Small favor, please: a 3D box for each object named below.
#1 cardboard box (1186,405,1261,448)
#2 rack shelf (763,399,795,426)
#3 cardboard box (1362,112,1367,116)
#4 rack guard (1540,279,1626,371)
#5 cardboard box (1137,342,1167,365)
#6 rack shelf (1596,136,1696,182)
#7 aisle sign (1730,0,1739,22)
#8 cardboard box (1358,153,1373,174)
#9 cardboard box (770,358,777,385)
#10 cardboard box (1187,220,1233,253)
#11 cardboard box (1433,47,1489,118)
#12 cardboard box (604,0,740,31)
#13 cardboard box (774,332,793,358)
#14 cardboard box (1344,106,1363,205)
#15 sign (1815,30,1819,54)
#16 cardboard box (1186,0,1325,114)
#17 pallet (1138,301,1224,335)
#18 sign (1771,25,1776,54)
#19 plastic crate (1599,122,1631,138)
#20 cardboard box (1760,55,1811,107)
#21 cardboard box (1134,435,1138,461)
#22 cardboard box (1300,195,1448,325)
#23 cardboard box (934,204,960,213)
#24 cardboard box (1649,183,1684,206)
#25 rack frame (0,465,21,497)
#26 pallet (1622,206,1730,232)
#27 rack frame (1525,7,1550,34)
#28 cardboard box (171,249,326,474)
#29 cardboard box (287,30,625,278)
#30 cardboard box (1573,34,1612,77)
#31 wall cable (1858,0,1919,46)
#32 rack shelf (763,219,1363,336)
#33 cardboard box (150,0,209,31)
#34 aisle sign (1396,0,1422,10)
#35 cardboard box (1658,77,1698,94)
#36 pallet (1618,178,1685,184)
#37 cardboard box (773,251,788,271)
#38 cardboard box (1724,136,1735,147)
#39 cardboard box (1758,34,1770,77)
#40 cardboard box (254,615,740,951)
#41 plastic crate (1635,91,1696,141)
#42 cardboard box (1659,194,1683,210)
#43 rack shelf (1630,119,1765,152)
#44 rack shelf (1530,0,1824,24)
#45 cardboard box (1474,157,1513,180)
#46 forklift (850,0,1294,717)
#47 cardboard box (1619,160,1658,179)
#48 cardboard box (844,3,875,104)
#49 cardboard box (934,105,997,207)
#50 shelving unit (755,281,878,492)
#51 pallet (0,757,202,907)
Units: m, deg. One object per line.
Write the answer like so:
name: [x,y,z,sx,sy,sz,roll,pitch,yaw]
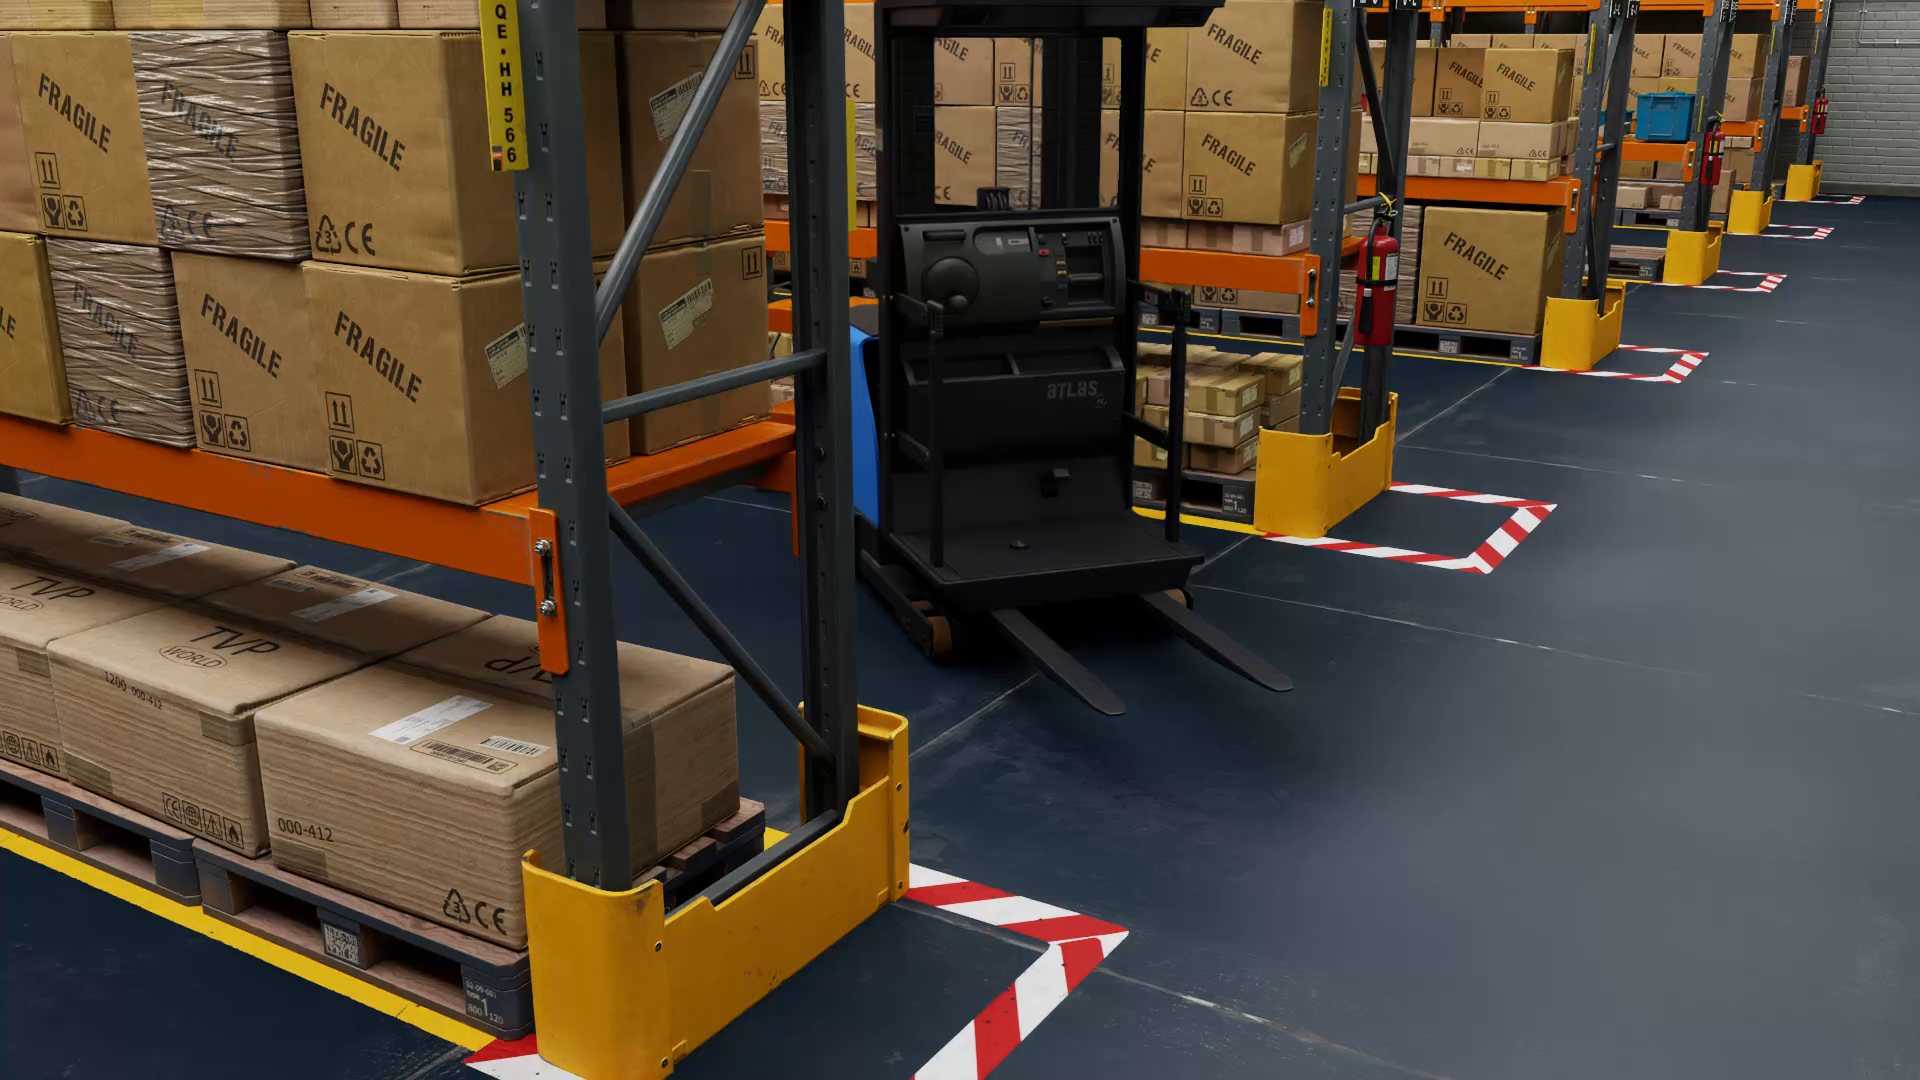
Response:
cardboard box: [1.316,-0.581,8.304,0.250,0.149,0.380,10,19,29]
rack shelf: [-0.493,-0.554,8.611,1.000,0.278,0.538,8,19,26]
cardboard box: [3.009,-3.249,13.162,0.500,0.250,0.500,10,19,29]
rack guard: [4.618,-1.606,12.307,0.348,0.500,1.175,10,20,30]
cardboard box: [0.947,-0.977,9.096,0.250,0.149,0.380,9,19,27]
rack shelf: [5.485,-3.992,17.100,4.000,0.370,1.077,10,20,30]
aisle sign: [7.406,-5.339,15.823,0.004,0.787,0.394,10,20,30]
cardboard box: [3.029,-2.852,12.542,0.250,0.149,0.380,10,20,30]
cardboard box: [-1.089,-1.029,9.780,0.250,0.149,0.380,10,20,30]
cardboard box: [1.297,-1.499,8.087,0.250,0.149,0.380,10,20,30]
cardboard box: [3.903,-3.451,12.537,0.500,0.500,0.500,10,19,29]
cardboard box: [-0.747,-1.310,4.025,0.250,0.149,0.380,11,20,31]
cardboard box: [-0.863,-1.136,9.618,0.250,0.149,0.380,10,19,29]
cardboard box: [1.677,-1.919,8.355,0.500,0.500,0.500,11,20,33]
sign: [12.078,-7.021,23.434,0.005,0.325,0.100,10,20,30]
cardboard box: [1.395,-2.269,7.786,0.500,0.500,0.500,10,19,29]
pallet: [1.796,-1.945,13.920,1.213,0.211,1.003,10,20,30]
sign: [9.477,-5.829,19.375,0.005,0.325,0.100,10,20,30]
plastic crate: [6.400,-4.014,16.285,0.243,0.136,0.396,10,20,30]
cardboard box: [11.934,-6.704,24.276,0.700,0.700,0.980,11,20,33]
cardboard box: [0.906,-0.533,8.658,0.250,0.149,0.380,10,20,30]
cardboard box: [3.235,-2.206,12.915,0.875,0.875,0.875,10,20,30]
cardboard box: [-0.023,-1.739,8.877,0.250,0.149,0.380,11,20,32]
cardboard box: [9.044,-4.382,21.121,0.500,0.250,0.500,10,20,30]
rack frame: [-3.998,-0.960,5.879,0.127,3.000,1.000,10,20,30]
pallet: [9.040,-4.057,20.873,1.213,0.211,1.003,10,20,30]
rack frame: [8.966,-7.094,26.075,0.127,3.000,1.000,10,20,30]
cardboard box: [-1.558,-0.487,4.151,0.500,0.500,0.500,10,19,29]
cardboard box: [-1.124,-0.892,3.764,0.500,0.500,0.500,11,20,32]
cardboard box: [7.949,-6.017,20.635,0.500,0.500,0.500,11,20,32]
wall cable: [13.960,-7.011,24.054,1.851,1.984,0.084,10,20,30]
rack shelf: [0.211,-1.552,9.069,4.000,0.370,1.077,10,20,30]
cardboard box: [-1.686,-1.292,3.966,0.250,0.149,0.380,11,20,31]
aisle sign: [2.135,-2.899,7.793,0.004,0.787,0.394,10,20,30]
cardboard box: [8.817,-5.385,20.276,0.500,0.500,0.500,10,20,31]
pallet: [10.616,-5.440,25.426,1.213,0.211,1.003,10,20,30]
cardboard box: [-1.643,-3.096,15.847,0.875,0.875,1.225,9,19,28]
cardboard box: [11.302,-5.896,24.592,0.250,0.149,0.380,11,20,32]
cardboard box: [9.545,-5.917,20.309,0.500,0.500,0.500,11,20,32]
cardboard box: [-1.204,0.598,4.436,0.875,0.438,0.875,9,19,28]
plastic crate: [6.806,-4.082,15.996,0.499,0.435,0.616,10,20,30]
cardboard box: [8.895,-4.219,20.727,0.250,0.166,0.380,10,20,30]
rack shelf: [8.081,-5.218,21.137,4.000,0.370,1.077,10,20,30]
rack shelf: [10.670,-7.881,24.742,4.000,0.370,1.077,10,20,30]
cardboard box: [3.899,-2.697,12.031,0.250,0.149,0.380,10,20,31]
forklift: [0.289,-1.080,6.394,1.130,2.935,3.031,-6,18,-18]
cardboard box: [10.412,-5.804,25.406,0.500,0.500,0.700,11,20,31]
cardboard box: [-0.373,-2.581,8.813,0.500,0.500,0.500,10,20,31]
cardboard box: [0.105,-2.020,8.686,0.500,0.500,0.500,11,20,33]
shelving unit: [-0.493,-0.788,8.541,1.048,1.125,0.538,8,19,26]
pallet: [-2.347,0.695,5.230,1.213,0.211,1.003,10,20,30]
